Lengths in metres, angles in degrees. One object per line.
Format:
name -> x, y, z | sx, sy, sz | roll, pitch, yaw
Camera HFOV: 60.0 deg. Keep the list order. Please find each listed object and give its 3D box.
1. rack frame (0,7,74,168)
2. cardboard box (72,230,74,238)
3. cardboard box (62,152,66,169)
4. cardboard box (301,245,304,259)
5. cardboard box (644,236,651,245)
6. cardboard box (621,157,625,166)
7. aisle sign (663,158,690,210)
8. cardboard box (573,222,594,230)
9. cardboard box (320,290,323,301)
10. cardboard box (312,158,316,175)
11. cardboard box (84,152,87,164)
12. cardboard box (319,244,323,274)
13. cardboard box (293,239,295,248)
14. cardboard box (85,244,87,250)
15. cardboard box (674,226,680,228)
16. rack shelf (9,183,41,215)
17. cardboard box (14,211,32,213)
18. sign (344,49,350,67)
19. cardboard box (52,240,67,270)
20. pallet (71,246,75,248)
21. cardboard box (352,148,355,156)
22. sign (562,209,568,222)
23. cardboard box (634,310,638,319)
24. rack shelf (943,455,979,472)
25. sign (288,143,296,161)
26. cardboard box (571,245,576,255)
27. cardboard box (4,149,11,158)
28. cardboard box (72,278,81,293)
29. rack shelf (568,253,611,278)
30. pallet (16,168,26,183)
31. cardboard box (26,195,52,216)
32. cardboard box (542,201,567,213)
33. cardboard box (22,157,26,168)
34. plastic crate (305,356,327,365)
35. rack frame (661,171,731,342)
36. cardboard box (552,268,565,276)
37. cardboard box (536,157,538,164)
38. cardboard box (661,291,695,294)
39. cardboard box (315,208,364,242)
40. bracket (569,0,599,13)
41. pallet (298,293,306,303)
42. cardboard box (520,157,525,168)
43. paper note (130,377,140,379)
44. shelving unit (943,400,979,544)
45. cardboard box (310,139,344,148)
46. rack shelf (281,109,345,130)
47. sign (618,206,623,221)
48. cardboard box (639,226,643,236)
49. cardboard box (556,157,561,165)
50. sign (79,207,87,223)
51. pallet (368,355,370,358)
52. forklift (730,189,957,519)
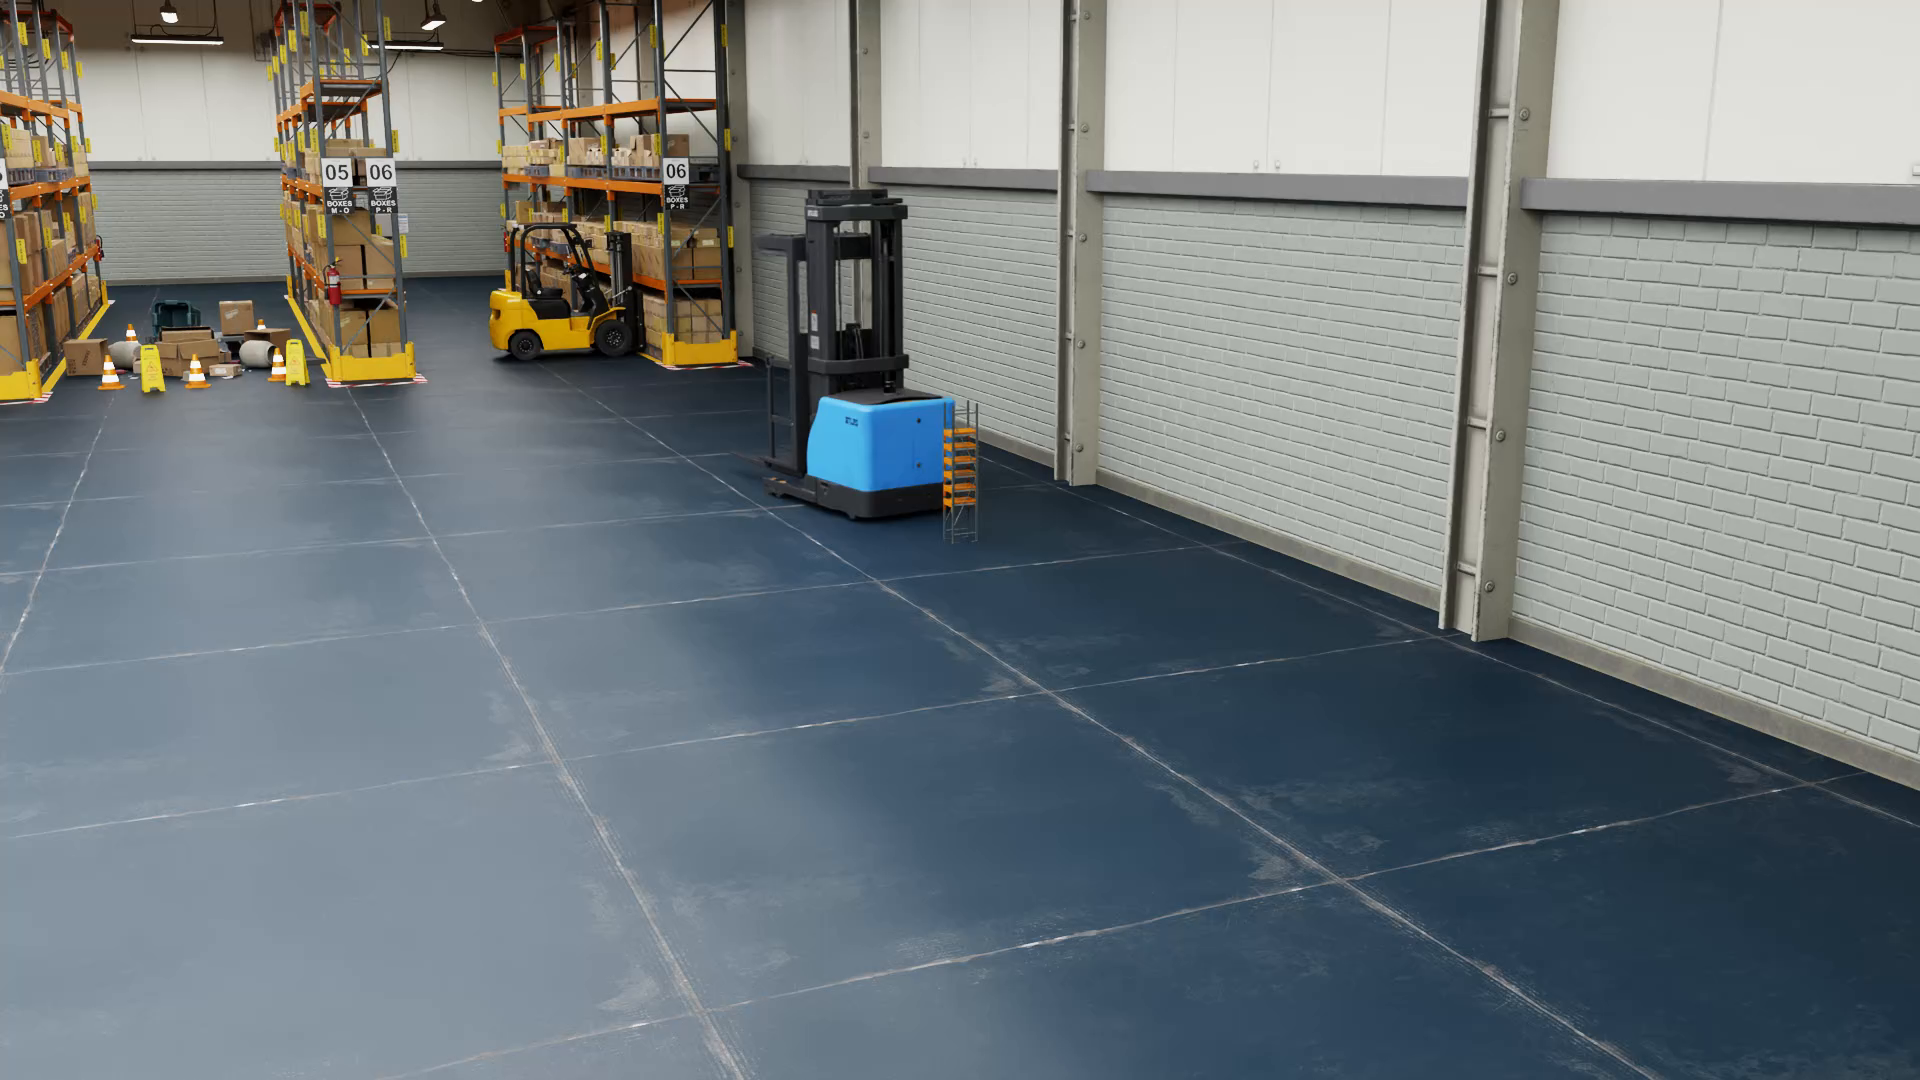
rack frame -> -18.019, -8.799, 32.429 | 1.000, 3.000, 0.127 | -6, 14, -23
cardboard box -> -17.572, -5.984, 32.540 | 0.380, 0.149, 0.250 | -6, 14, -23
cardboard box -> -16.813, -6.907, 30.687 | 0.500, 0.500, 0.500 | -6, 14, -23
cardboard box -> -12.362, -5.525, 31.924 | 0.500, 0.250, 0.500 | -6, 14, -25
cardboard box -> -4.982, -4.937, 27.389 | 0.380, 0.149, 0.250 | -6, 14, -25
cardboard box -> -5.563, -6.453, 28.353 | 0.380, 0.149, 0.250 | -5, 14, -21
aisle sign -> -4.413, -5.540, 25.889 | 0.394, 0.787, 0.004 | -6, 14, -23
cardboard box -> -7.409, -6.184, 32.776 | 0.380, 0.149, 0.250 | -5, 14, -22
cardboard box -> -10.127, -3.954, 26.866 | 0.380, 0.149, 0.250 | -5, 14, -21
cardboard box -> -9.581, -5.690, 25.323 | 0.500, 0.250, 0.500 | -5, 14, -21
cardboard box -> -19.203, -8.262, 35.986 | 0.500, 0.250, 0.500 | -6, 14, -25
cardboard box -> -9.580, -4.353, 25.644 | 0.500, 0.500, 0.500 | -6, 14, -23
cardboard box -> -13.943, -6.465, 35.430 | 0.500, 0.500, 0.500 | -5, 14, -22
cardboard box -> -18.303, -6.053, 34.429 | 0.380, 0.149, 0.250 | -5, 14, -22
cardboard box -> -4.515, -5.127, 27.550 | 0.380, 0.149, 0.250 | -5, 14, -21
rack shelf -> -14.013, -4.921, 23.922 | 1.077, 0.370, 4.000 | -6, 14, -23
cardboard box -> -14.698, -4.743, 25.483 | 0.875, 0.550, 0.550 | -6, 14, -23
sign -> -11.428, -8.985, 30.986 | 0.100, 0.325, 0.005 | -6, 14, -23
cardboard box -> -15.791, -4.926, 28.780 | 0.500, 0.500, 0.500 | -6, 14, -23
pallet -> -17.846, -5.611, 32.388 | 1.003, 0.211, 1.213 | -6, 14, -23
cardboard box -> -8.787, -5.735, 24.631 | 0.380, 0.149, 0.250 | -6, 14, -23
sign -> -7.868, -6.441, 33.155 | 0.100, 0.325, 0.005 | -6, 14, -23
cardboard box -> -5.266, -3.808, 28.227 | 0.500, 0.250, 0.500 | -6, 14, -23
rack shelf -> 0.006, -0.655, 14.205 | 0.258, 0.103, 0.180 | -6, 14, -23
sign -> -12.433, -7.221, 30.942 | 0.100, 0.325, 0.005 | -6, 14, -23
cardboard box -> -7.421, -5.780, 33.023 | 0.500, 0.250, 0.500 | -6, 14, -23
cardboard box -> -13.170, -5.306, 22.511 | 0.500, 0.250, 0.500 | -6, 14, -23
cardboard box -> -16.860, -4.774, 31.294 | 0.500, 0.250, 0.500 | -6, 14, -23
rack shelf -> -6.573, -5.203, 31.793 | 1.077, 0.370, 4.000 | -6, 14, -23
pallet -> -14.011, -5.220, 23.814 | 1.003, 0.211, 1.213 | -6, 14, -23
cardboard box -> -18.455, -6.629, 33.262 | 0.500, 0.500, 0.500 | -6, 14, -25
cardboard box -> -9.330, -7.562, 38.400 | 0.500, 0.500, 0.500 | -6, 14, -25
cardboard box -> -13.863, -5.506, 24.259 | 0.380, 0.149, 0.250 | -6, 14, -23
plastic crate -> -10.441, -2.870, 26.594 | 0.402, 0.080, 0.583 | -12, 18, -42
rack frame -> -4.170, -4.314, 26.356 | 1.000, 3.000, 0.127 | -6, 14, -23
cardboard box -> -8.594, -5.785, 35.886 | 0.380, 0.149, 0.250 | -6, 14, -23
cardboard box -> -8.810, -8.077, 35.366 | 0.380, 0.149, 0.250 | -6, 14, -24
cardboard box -> -4.782, -4.096, 28.364 | 0.500, 0.250, 0.500 | -6, 14, -24
cardboard box -> -9.317, -4.736, 25.083 | 0.700, 0.500, 0.500 | -5, 14, -22
bracket -> -7.550, -11.041, 34.135 | 0.076, 0.066, 4.783 | -6, 14, -23
pallet -> -14.249, -5.402, 37.242 | 1.003, 0.211, 1.213 | -6, 14, -23
cardboard box -> -9.617, -8.510, 37.506 | 0.500, 0.250, 0.500 | -6, 14, -25
paper note -> -12.267, -2.418, 24.753 | 0.144, 0.017, 0.142 | -1, 13, -4
shelving unit -> 0.006, -0.582, 14.222 | 0.258, 1.200, 0.189 | -6, 14, -23
cardboard box -> -10.668, -6.636, 28.029 | 0.500, 0.250, 0.500 | -5, 14, -22
rack shelf -> -12.722, -8.308, 32.792 | 1.077, 0.370, 4.000 | -6, 14, -23
sign -> -6.867, -6.581, 33.586 | 0.100, 0.325, 0.005 | -6, 14, -23
cardboard box -> -5.110, -5.133, 27.576 | 0.380, 0.149, 0.250 | -5, 14, -22
cardboard box -> -8.045, -7.760, 34.042 | 0.380, 0.149, 0.250 | -6, 14, -23
sign -> -17.511, -6.491, 33.195 | 0.100, 0.325, 0.005 | -6, 14, -23
pallet -> -9.040, -2.693, 25.537 | 1.003, 0.211, 1.213 | -6, 14, -23
forklift -> -1.275, -1.895, 16.056 | 1.130, 2.935, 3.031 | -9, 16, -34
